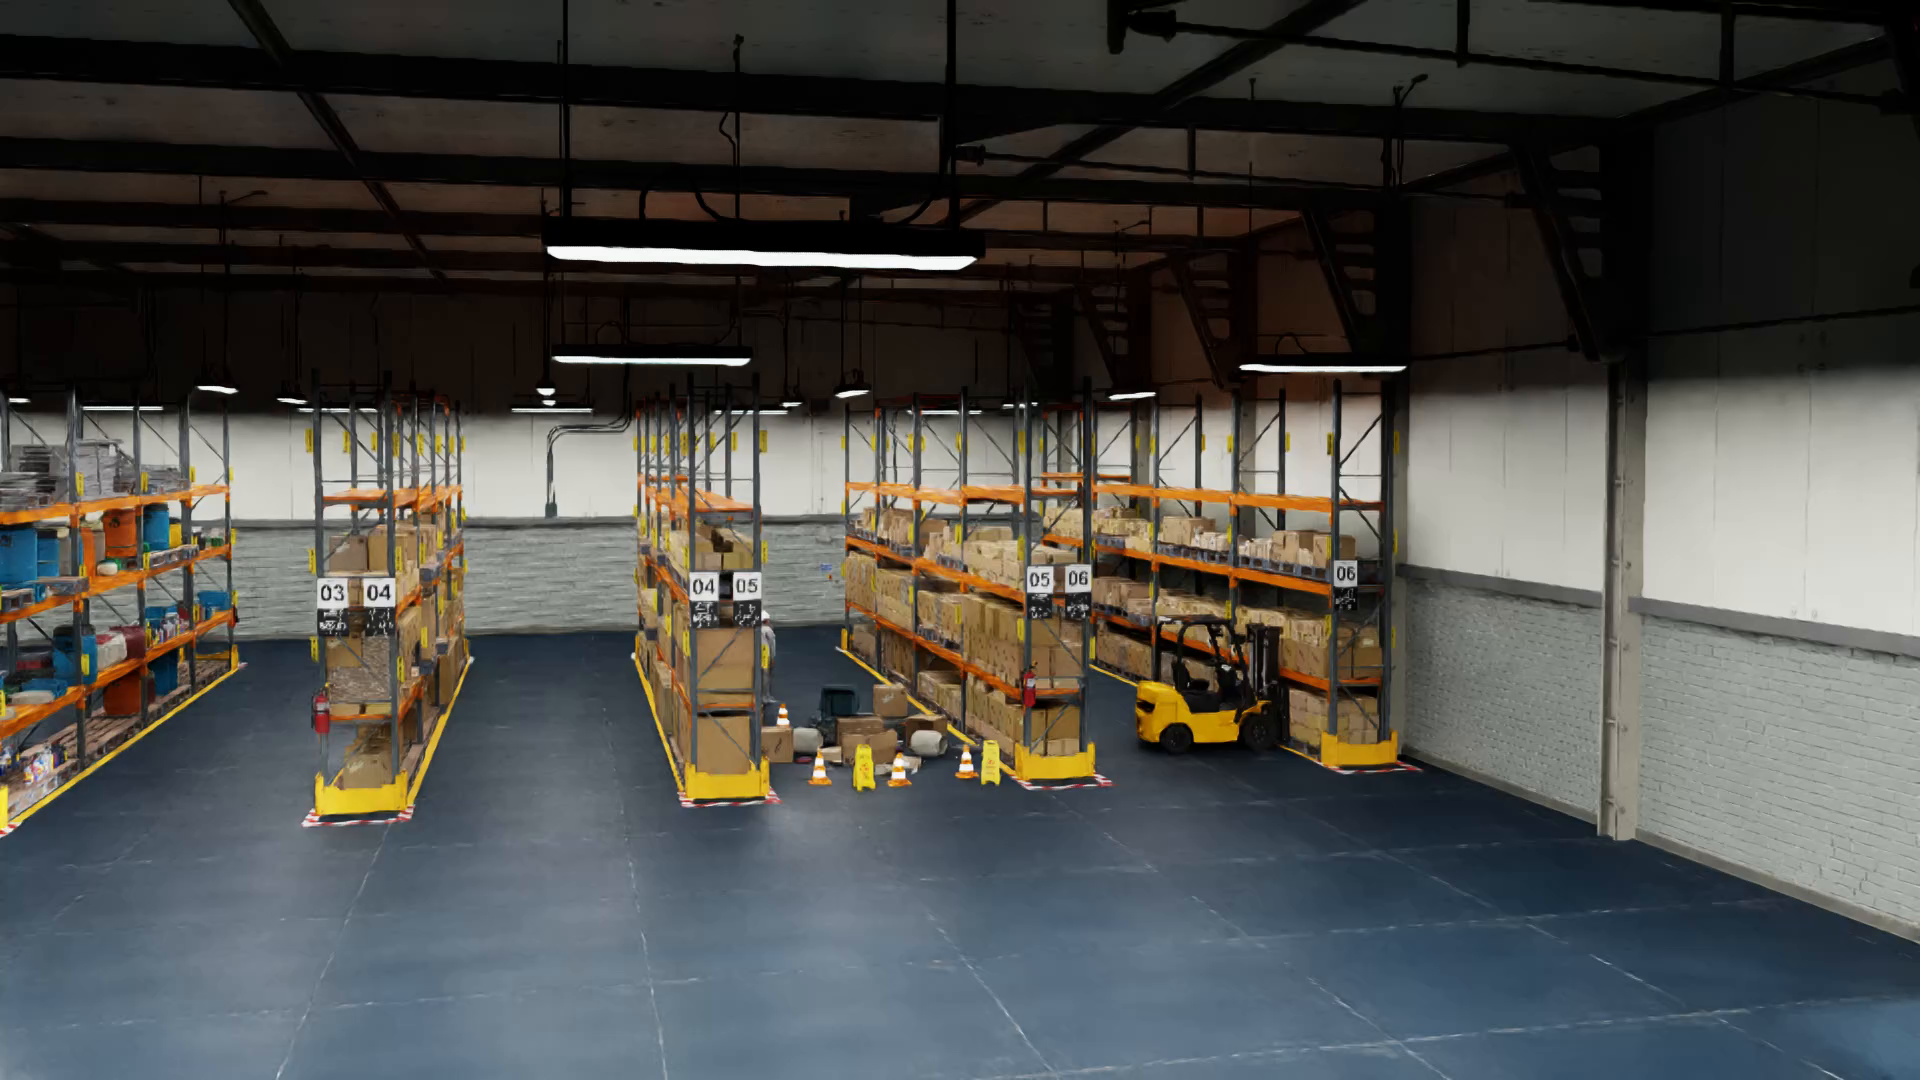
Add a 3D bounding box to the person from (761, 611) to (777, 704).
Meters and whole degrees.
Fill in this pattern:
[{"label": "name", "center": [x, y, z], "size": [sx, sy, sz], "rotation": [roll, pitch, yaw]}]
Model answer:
[{"label": "person", "center": [-3.738, 2.247, 32.094], "size": [0.444, 1.775, 0.581], "rotation": [-3, 5, -45]}]
